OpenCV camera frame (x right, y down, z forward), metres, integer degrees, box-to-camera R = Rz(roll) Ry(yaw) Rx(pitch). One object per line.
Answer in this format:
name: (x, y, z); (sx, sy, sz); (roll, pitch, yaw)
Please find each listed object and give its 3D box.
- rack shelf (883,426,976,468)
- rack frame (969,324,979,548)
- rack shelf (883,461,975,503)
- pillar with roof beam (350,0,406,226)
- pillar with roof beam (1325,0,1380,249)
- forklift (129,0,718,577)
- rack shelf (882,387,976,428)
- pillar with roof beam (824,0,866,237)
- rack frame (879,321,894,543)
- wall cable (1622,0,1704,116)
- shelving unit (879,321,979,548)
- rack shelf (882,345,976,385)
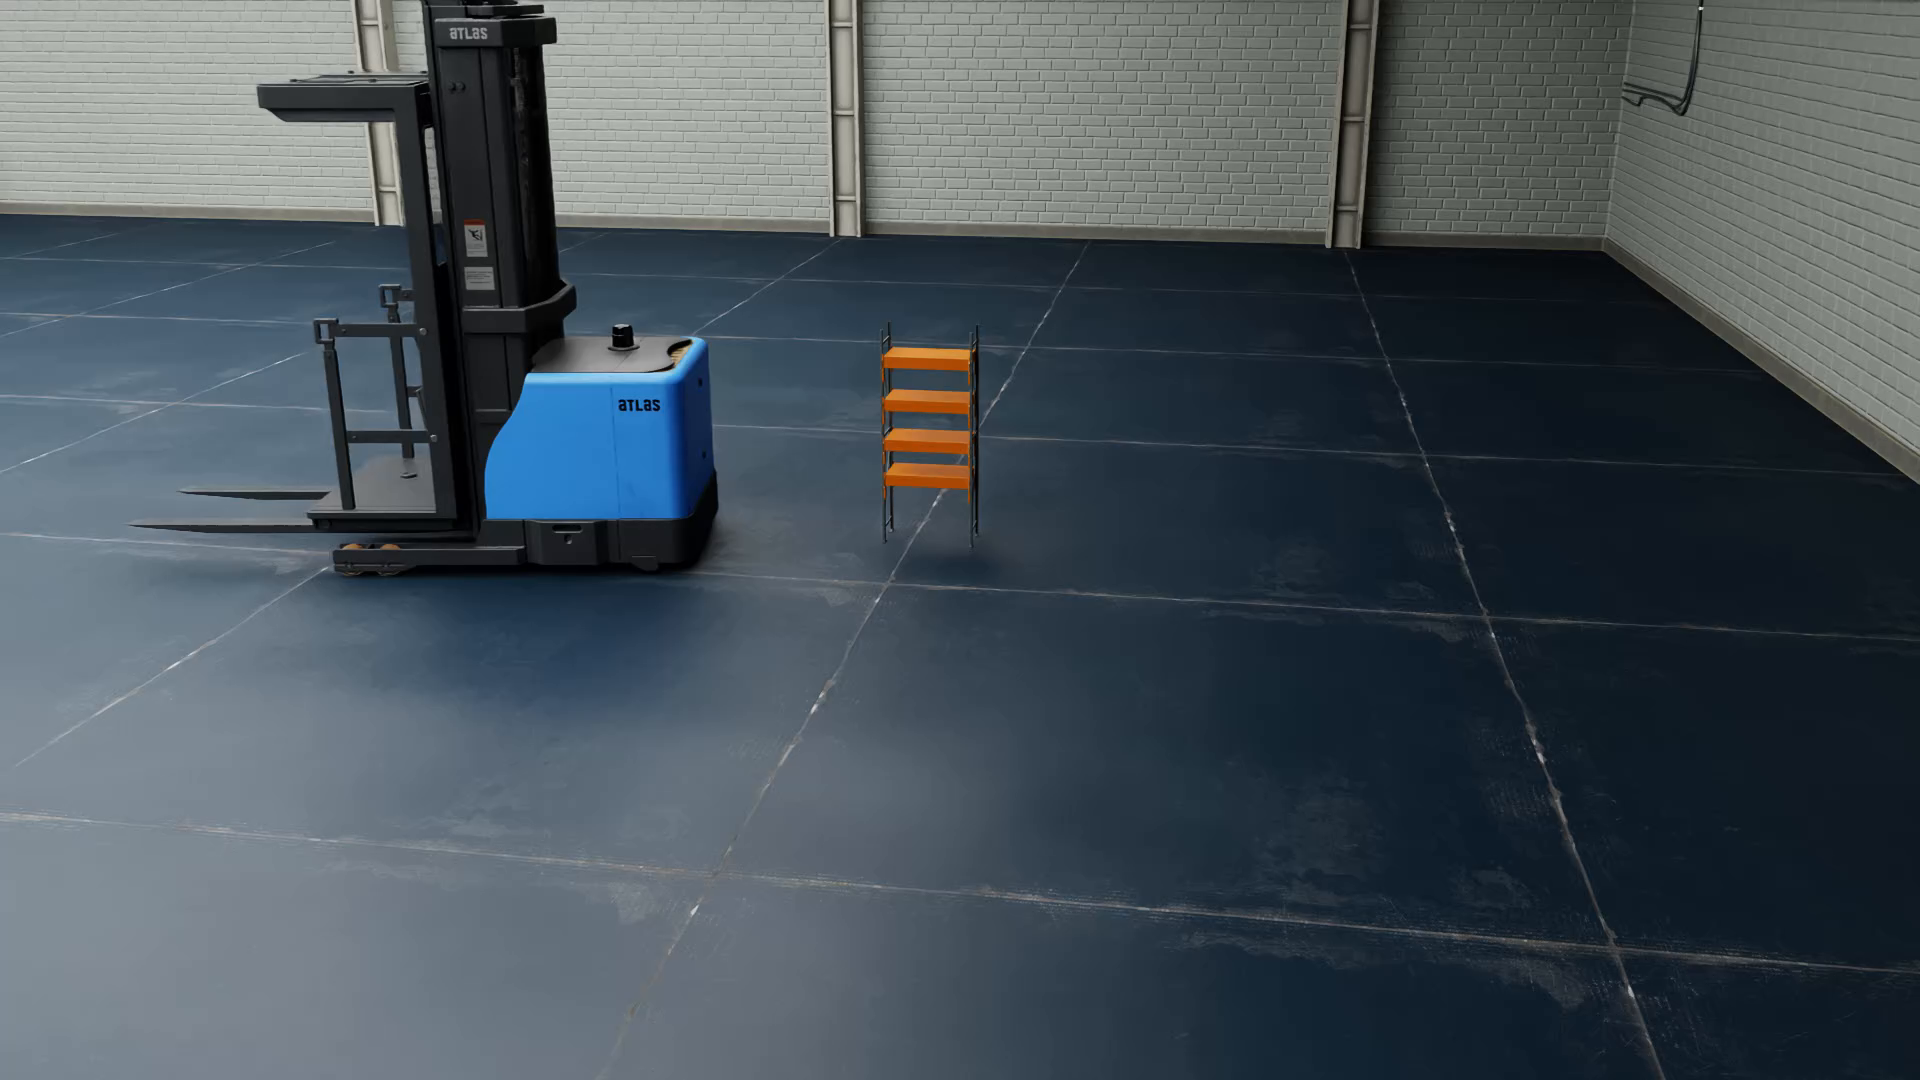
rack shelf: (-0.163, -0.514, 9.159); (0.480, 0.148, 0.258); (3, 19, 9)
rack frame: (0.077, -0.565, 9.101); (0.015, 1.200, 0.240); (3, 19, 9)
rack shelf: (-0.163, -0.325, 9.222); (0.480, 0.148, 0.258); (3, 19, 9)
pillar with roof beam: (-7.993, -7.004, 16.054); (0.400, 9.000, 9.100); (3, 19, 9)
pillar with roof beam: (3.855, -6.400, 14.249); (0.400, 9.000, 9.100); (3, 19, 9)
forklift: (-2.913, -1.367, 8.768); (3.031, 2.935, 1.130); (0, 18, 0)
rack shelf: (-0.163, -0.726, 9.088); (0.480, 0.148, 0.258); (3, 19, 9)
pillar with roof beam: (-2.069, -6.702, 15.152); (0.400, 9.000, 9.100); (3, 19, 9)
rack frame: (-0.404, -0.590, 9.174); (0.015, 1.200, 0.240); (3, 19, 9)
wall cable: (7.237, -5.714, 17.092); (0.112, 2.526, 3.097); (3, 19, 9)
shelving unit: (-0.163, -0.577, 9.138); (0.503, 1.200, 0.258); (3, 19, 9)
rack shelf: (-0.163, -0.950, 9.013); (0.480, 0.148, 0.258); (3, 19, 9)
